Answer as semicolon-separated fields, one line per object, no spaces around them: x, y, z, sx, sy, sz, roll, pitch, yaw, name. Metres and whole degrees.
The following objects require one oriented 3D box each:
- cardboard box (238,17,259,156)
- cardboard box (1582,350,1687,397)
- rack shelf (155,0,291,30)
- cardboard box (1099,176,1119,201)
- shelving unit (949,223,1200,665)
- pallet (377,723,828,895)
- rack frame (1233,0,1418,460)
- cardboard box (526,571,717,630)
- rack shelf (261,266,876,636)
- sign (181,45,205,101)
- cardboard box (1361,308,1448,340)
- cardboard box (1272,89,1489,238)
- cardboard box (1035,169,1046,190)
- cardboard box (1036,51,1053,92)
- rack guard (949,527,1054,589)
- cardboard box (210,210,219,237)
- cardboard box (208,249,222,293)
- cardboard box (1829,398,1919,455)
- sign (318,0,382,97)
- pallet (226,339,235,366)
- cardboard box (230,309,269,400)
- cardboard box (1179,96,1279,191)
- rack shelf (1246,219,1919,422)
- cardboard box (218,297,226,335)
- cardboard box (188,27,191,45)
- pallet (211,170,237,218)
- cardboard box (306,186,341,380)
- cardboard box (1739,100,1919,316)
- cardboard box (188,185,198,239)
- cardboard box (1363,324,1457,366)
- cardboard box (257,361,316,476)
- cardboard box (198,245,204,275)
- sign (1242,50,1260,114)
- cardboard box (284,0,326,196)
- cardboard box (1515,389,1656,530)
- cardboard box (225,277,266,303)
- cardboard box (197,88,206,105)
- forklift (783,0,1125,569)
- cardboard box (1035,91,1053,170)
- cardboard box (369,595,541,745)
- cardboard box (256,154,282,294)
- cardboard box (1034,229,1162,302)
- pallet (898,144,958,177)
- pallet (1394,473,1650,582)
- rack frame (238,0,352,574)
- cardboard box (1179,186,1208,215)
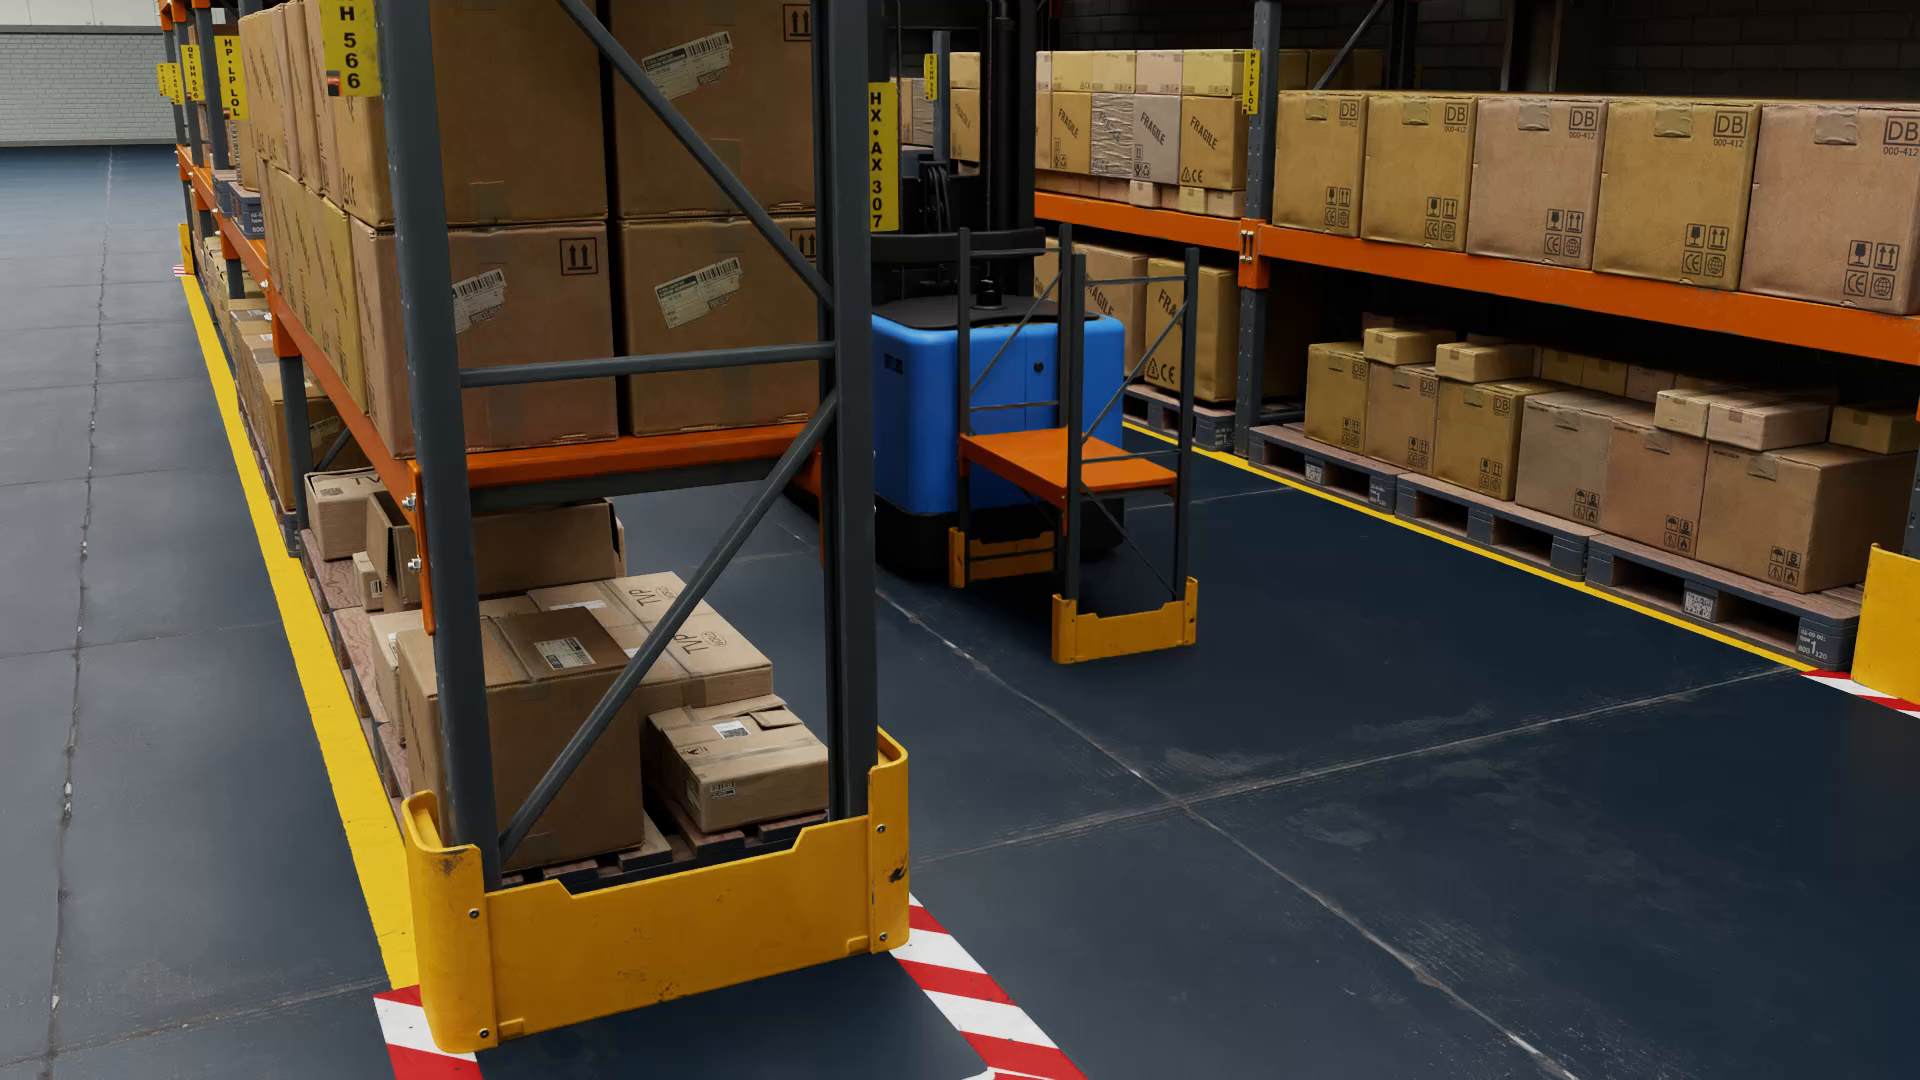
-2.473;-1.746;6.403;0.500;0.500;0.500;-7;17;-23;cardboard box
3.058;-0.757;7.545;0.380;0.149;0.250;-7;18;-24;cardboard box
-6.807;-4.944;15.407;1.077;0.370;4.000;-8;18;-25;rack shelf
1.105;-2.227;10.491;0.380;0.149;0.250;-8;18;-26;cardboard box
0.427;-0.427;6.519;0.587;1.500;1.083;-7;17;-22;shelving unit
-1.057;0.748;4.763;1.003;0.211;1.213;-8;18;-25;pallet
2.025;-1.968;9.170;1.000;3.000;0.127;-8;18;-25;rack frame
-1.095;0.317;5.396;0.500;0.250;0.500;-8;18;-25;cardboard box
-1.550;-0.527;5.452;1.077;0.370;4.000;-8;18;-25;rack shelf
-4.676;-2.849;10.141;0.100;0.325;0.005;-8;18;-25;sign
2.376;-1.142;8.887;0.380;0.149;0.250;-8;18;-25;cardboard box
2.248;-1.976;8.653;0.980;0.700;0.700;-7;18;-24;cardboard box
0.694;-2.488;11.403;0.380;0.149;0.250;-7;18;-24;cardboard box
0.699;-3.120;11.070;0.500;0.250;0.500;-8;18;-25;cardboard box
0.233;0.047;7.132;0.587;0.250;0.087;-7;17;-22;rack guard
-6.539;-2.807;14.957;0.500;0.500;0.500;-8;18;-25;cardboard box
-5.532;-2.116;12.894;0.500;0.311;0.500;-8;18;-27;cardboard box
3.615;-0.443;6.450;0.380;0.149;0.250;-8;18;-25;cardboard box
-1.182;-1.023;3.205;0.100;0.325;0.005;-8;18;-25;sign
-5.035;-1.531;12.702;1.003;0.211;1.213;-8;18;-25;pallet
-4.002;-1.094;9.857;0.500;0.500;0.500;-8;18;-27;cardboard box
1.596;-2.252;9.405;0.500;0.500;0.500;-8;18;-26;cardboard box
2.901;-1.126;7.541;1.077;0.370;4.000;-8;18;-25;rack shelf
-5.303;-1.721;12.533;0.500;0.250;0.500;-7;18;-24;cardboard box
-6.572;-4.382;15.050;0.700;0.500;0.500;-8;18;-25;cardboard box
-3.819;-2.108;10.007;1.213;0.211;1.003;-8;18;-25;pallet
-1.559;-0.755;4.763;0.500;0.500;0.500;-8;18;-24;cardboard box
3.545;-1.245;6.109;0.980;0.700;0.700;-7;17;-22;cardboard box
-7.428;-3.301;16.679;0.500;0.500;0.500;-8;18;-25;cardboard box
2.246;-0.975;8.305;0.380;0.149;0.250;-7;17;-23;cardboard box
-3.109;-0.590;8.101;0.500;0.500;0.500;-8;18;-25;cardboard box
-6.993;-2.692;15.917;0.500;0.250;0.500;-8;18;-25;cardboard box
1.542;-2.418;8.784;0.100;0.325;0.005;-8;18;-25;sign
-1.570;-1.235;4.624;0.500;0.500;0.500;-7;17;-23;cardboard box
2.941;-0.386;7.430;0.700;0.500;0.500;-8;18;-27;cardboard box
-4.630;-1.610;11.130;0.500;0.311;0.500;-7;17;-23;cardboard box
-6.243;-3.753;14.035;0.380;0.149;0.250;-8;18;-25;cardboard box
-0.310;-1.647;8.175;1.130;2.935;3.031;-7;17;-22;forklift
0.693;-2.755;11.155;0.500;0.500;0.500;-8;18;-25;cardboard box
-1.523;0.390;5.143;0.500;0.250;0.500;-8;18;-25;cardboard box
-2.448;-1.257;6.512;0.500;0.500;0.500;-7;17;-23;cardboard box
0.855;-1.712;11.414;0.750;0.750;0.750;-8;18;-25;cardboard box
-0.135;-3.031;13.223;1.213;0.211;1.003;-8;18;-25;pallet
2.826;-0.126;7.809;1.003;0.211;1.213;-8;18;-25;pallet
-2.426;-1.368;7.081;1.000;3.000;0.127;-8;18;-25;rack frame
1.491;-1.966;9.583;0.380;0.149;0.250;-7;18;-24;cardboard box
